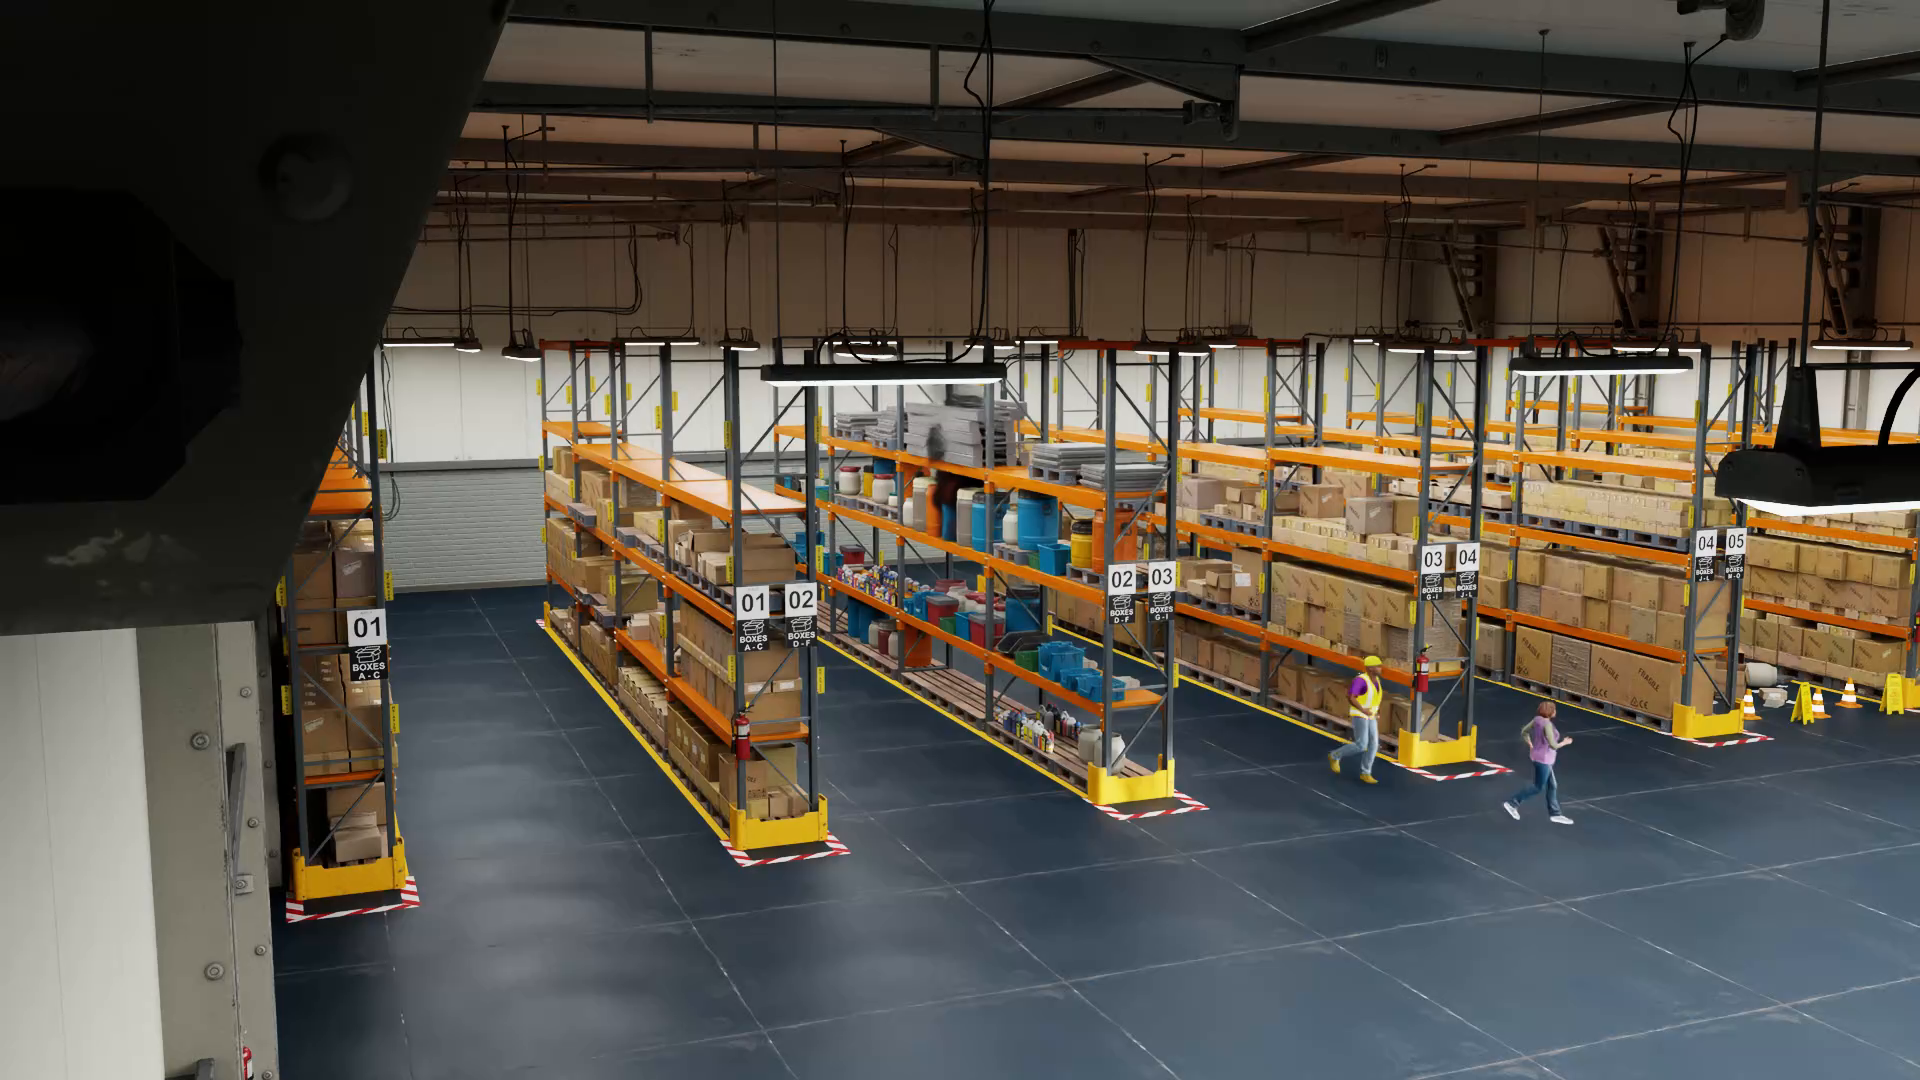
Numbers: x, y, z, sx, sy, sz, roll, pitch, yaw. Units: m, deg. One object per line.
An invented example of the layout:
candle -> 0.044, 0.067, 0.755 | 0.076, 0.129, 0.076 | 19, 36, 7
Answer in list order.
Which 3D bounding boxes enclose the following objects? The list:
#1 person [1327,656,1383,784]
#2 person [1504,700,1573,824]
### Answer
person -> 5.626, 2.471, 23.276 | 0.758, 1.741, 0.759 | 6, 10, 40
person -> 7.311, 2.801, 20.965 | 0.881, 1.586, 0.537 | 0, 7, 3
